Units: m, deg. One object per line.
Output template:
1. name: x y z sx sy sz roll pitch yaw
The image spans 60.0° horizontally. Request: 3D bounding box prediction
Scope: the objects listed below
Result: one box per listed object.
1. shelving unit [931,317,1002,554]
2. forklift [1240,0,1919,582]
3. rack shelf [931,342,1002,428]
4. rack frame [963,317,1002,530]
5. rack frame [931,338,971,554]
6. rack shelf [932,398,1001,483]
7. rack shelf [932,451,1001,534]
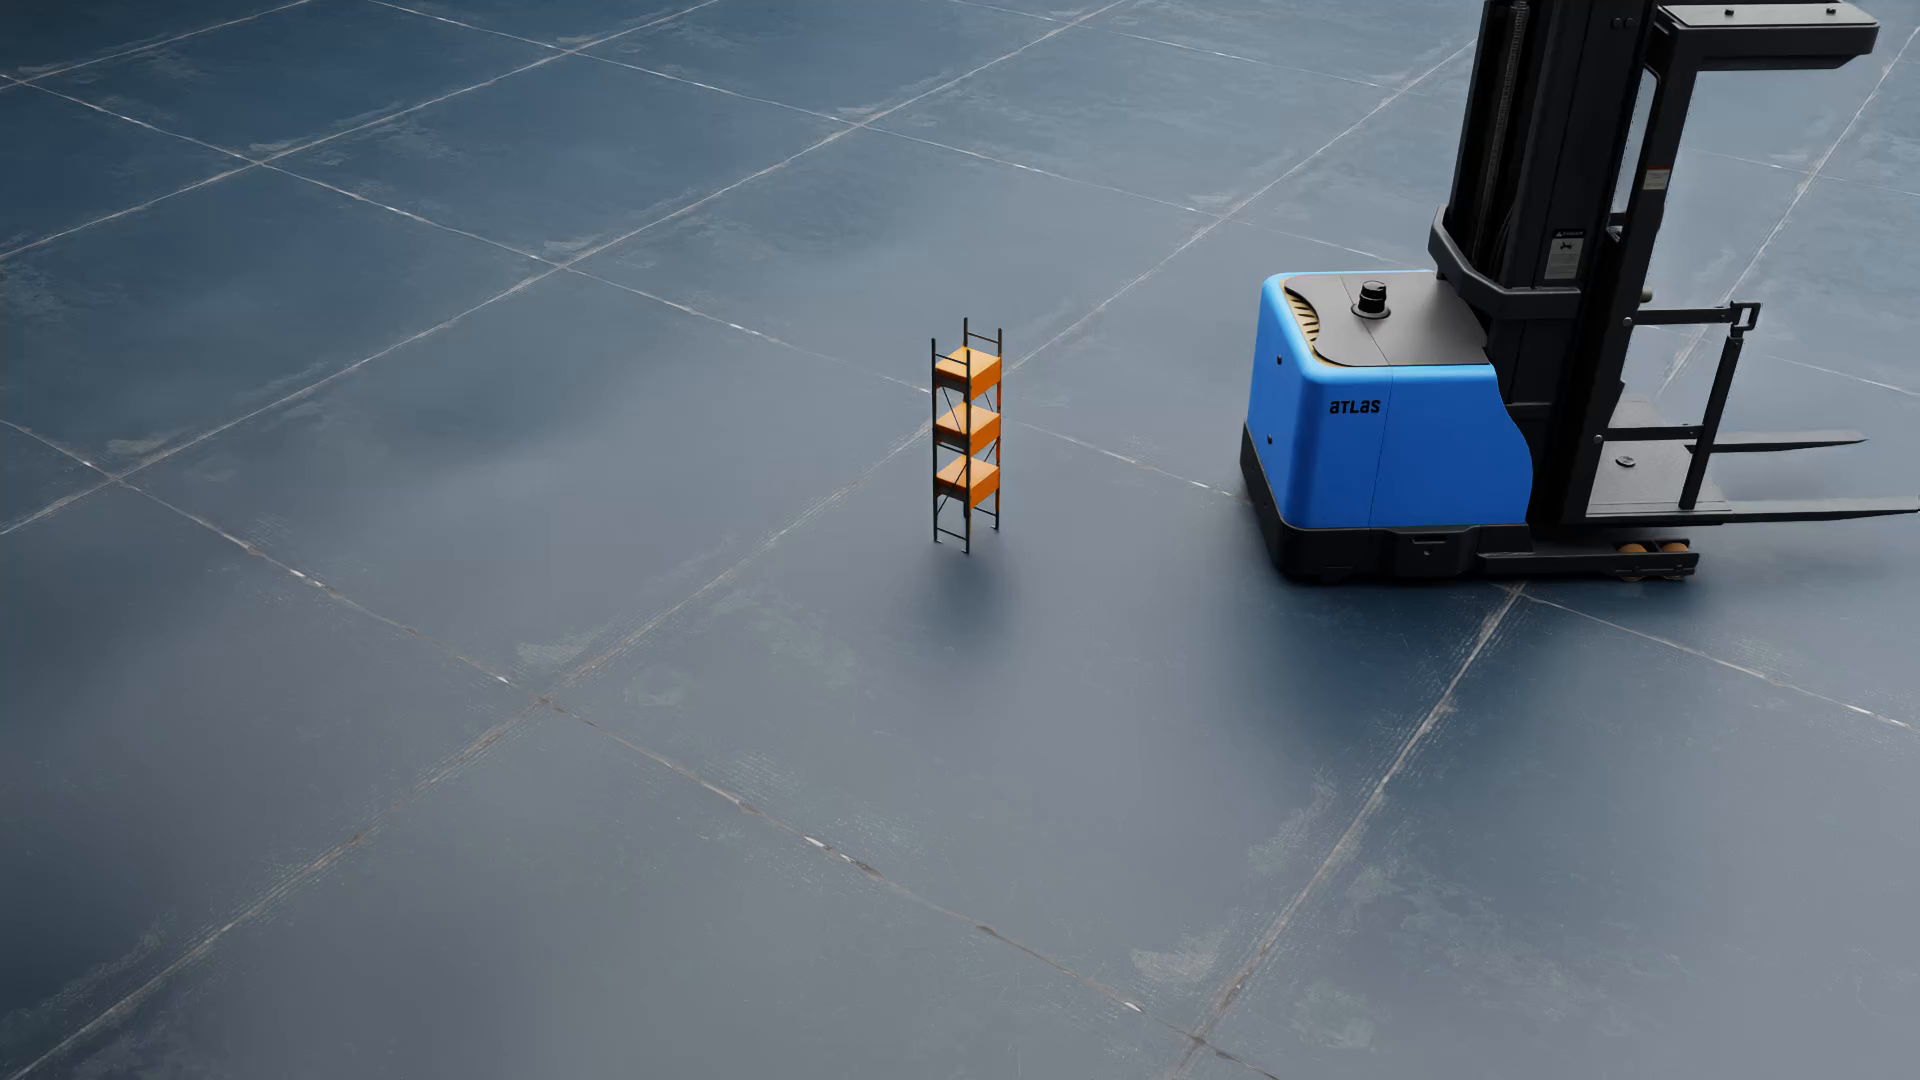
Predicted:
1. shelving unit: 0.031 -0.460 7.492 0.215 1.050 0.252 21 39 28
2. forklift: 2.907 -1.326 7.094 3.031 2.935 1.130 -1 34 -2
3. rack shelf: 0.031 -0.686 7.339 0.215 0.259 0.240 21 39 28
4. rack frame: 0.100 -0.516 7.575 0.200 1.050 0.008 21 39 28
5. rack frame: -0.039 -0.403 7.409 0.200 1.050 0.008 21 39 28
6. rack shelf: 0.031 -0.451 7.498 0.215 0.259 0.240 21 39 28
7. rack shelf: 0.031 -0.221 7.654 0.215 0.259 0.240 21 39 28
